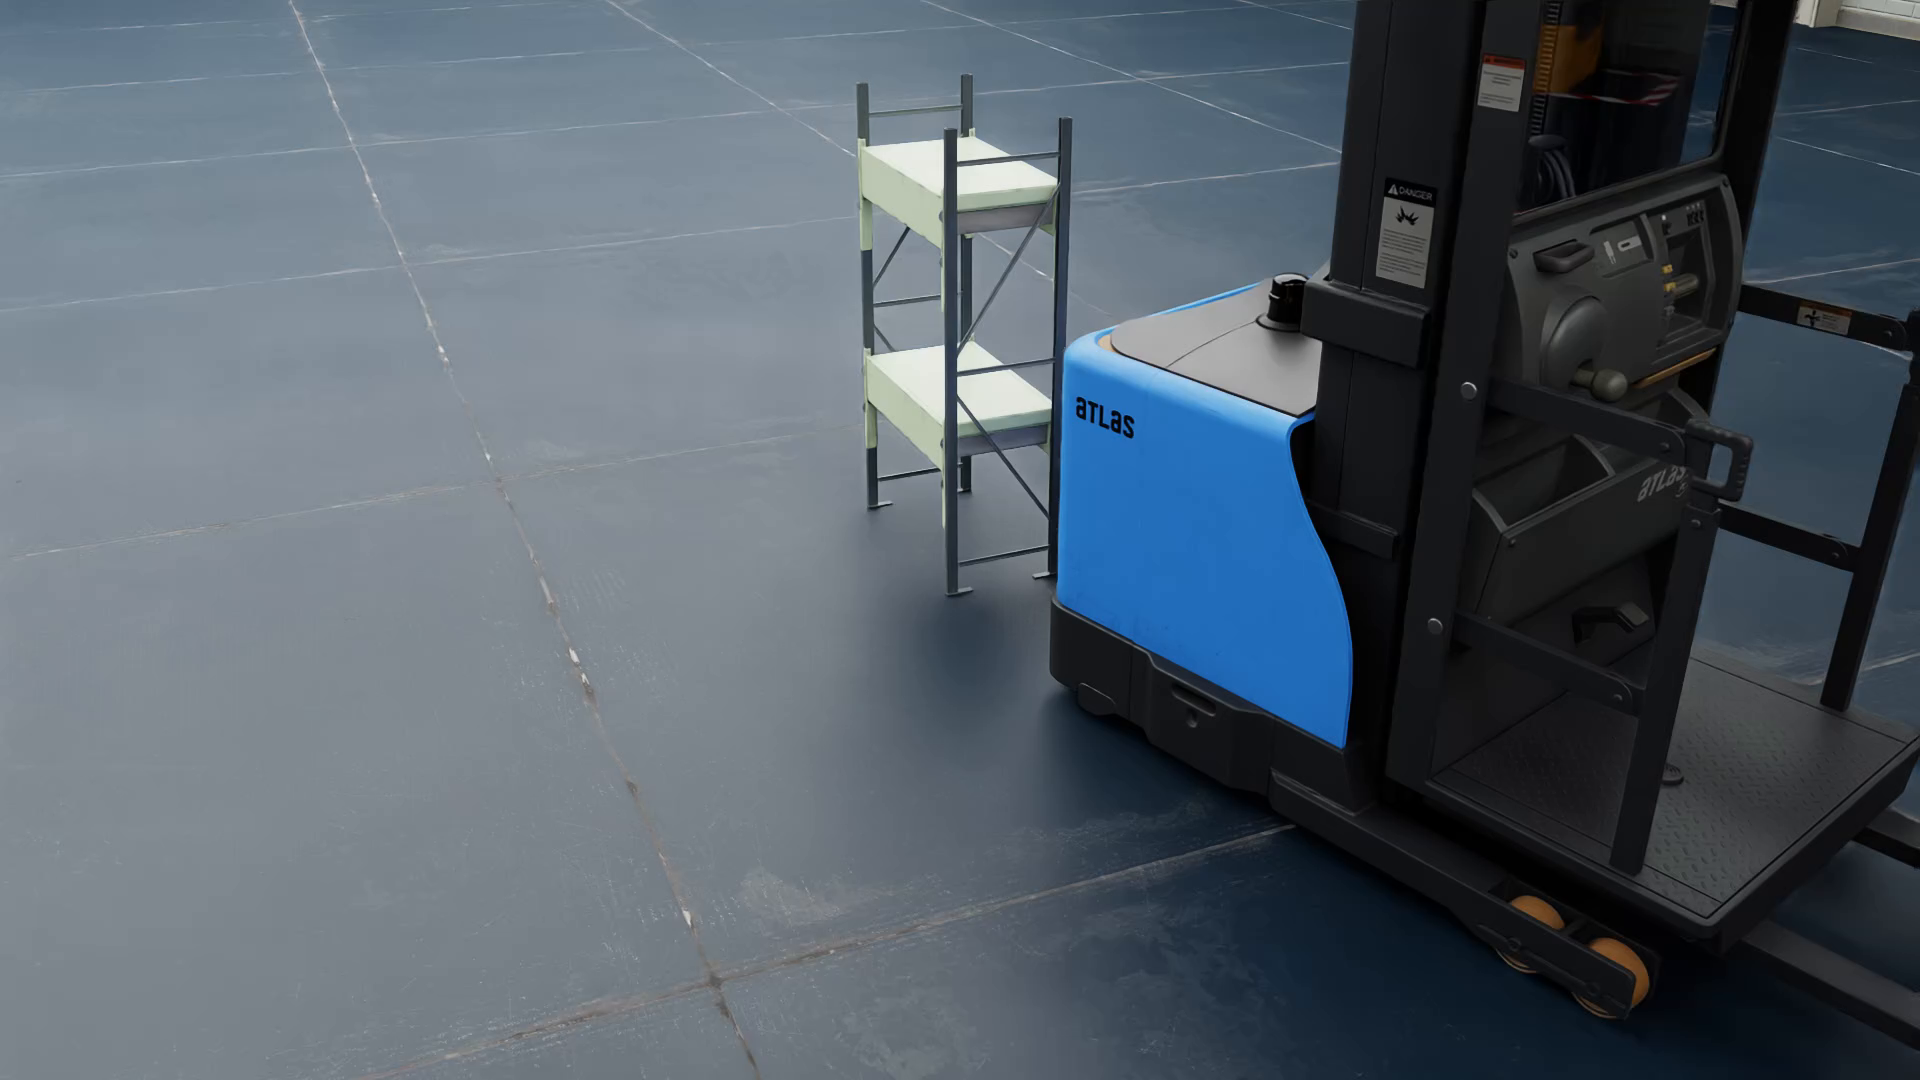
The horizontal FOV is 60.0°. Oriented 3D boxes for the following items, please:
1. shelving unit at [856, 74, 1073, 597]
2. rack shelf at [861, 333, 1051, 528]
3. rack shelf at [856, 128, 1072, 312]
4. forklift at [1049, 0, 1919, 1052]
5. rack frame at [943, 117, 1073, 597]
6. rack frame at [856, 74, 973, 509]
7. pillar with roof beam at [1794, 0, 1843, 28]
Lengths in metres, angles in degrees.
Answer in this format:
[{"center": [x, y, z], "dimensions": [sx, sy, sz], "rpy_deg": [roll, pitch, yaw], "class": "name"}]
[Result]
[{"center": [-0.003, -0.677, 5.426], "dimensions": [0.431, 1.500, 0.755], "rpy_deg": [-11, 28, -21], "class": "shelving unit"}, {"center": [-0.003, -0.384, 5.569], "dimensions": [0.431, 0.370, 0.720], "rpy_deg": [-11, 28, -21], "class": "rack shelf"}, {"center": [-0.003, -1.027, 5.255], "dimensions": [0.431, 0.370, 0.720], "rpy_deg": [-11, 28, -21], "class": "rack shelf"}, {"center": [1.603, -0.530, 3.495], "dimensions": [1.130, 2.935, 3.031], "rpy_deg": [-21, 33, -36], "class": "forklift"}, {"center": [0.141, -0.529, 5.124], "dimensions": [0.400, 1.500, 0.023], "rpy_deg": [-11, 28, -21], "class": "rack frame"}, {"center": [-0.146, -0.824, 5.729], "dimensions": [0.400, 1.500, 0.023], "rpy_deg": [-11, 28, -21], "class": "rack frame"}, {"center": [4.101, -8.211, 12.311], "dimensions": [9.100, 9.000, 0.400], "rpy_deg": [-11, 28, -21], "class": "pillar with roof beam"}]
